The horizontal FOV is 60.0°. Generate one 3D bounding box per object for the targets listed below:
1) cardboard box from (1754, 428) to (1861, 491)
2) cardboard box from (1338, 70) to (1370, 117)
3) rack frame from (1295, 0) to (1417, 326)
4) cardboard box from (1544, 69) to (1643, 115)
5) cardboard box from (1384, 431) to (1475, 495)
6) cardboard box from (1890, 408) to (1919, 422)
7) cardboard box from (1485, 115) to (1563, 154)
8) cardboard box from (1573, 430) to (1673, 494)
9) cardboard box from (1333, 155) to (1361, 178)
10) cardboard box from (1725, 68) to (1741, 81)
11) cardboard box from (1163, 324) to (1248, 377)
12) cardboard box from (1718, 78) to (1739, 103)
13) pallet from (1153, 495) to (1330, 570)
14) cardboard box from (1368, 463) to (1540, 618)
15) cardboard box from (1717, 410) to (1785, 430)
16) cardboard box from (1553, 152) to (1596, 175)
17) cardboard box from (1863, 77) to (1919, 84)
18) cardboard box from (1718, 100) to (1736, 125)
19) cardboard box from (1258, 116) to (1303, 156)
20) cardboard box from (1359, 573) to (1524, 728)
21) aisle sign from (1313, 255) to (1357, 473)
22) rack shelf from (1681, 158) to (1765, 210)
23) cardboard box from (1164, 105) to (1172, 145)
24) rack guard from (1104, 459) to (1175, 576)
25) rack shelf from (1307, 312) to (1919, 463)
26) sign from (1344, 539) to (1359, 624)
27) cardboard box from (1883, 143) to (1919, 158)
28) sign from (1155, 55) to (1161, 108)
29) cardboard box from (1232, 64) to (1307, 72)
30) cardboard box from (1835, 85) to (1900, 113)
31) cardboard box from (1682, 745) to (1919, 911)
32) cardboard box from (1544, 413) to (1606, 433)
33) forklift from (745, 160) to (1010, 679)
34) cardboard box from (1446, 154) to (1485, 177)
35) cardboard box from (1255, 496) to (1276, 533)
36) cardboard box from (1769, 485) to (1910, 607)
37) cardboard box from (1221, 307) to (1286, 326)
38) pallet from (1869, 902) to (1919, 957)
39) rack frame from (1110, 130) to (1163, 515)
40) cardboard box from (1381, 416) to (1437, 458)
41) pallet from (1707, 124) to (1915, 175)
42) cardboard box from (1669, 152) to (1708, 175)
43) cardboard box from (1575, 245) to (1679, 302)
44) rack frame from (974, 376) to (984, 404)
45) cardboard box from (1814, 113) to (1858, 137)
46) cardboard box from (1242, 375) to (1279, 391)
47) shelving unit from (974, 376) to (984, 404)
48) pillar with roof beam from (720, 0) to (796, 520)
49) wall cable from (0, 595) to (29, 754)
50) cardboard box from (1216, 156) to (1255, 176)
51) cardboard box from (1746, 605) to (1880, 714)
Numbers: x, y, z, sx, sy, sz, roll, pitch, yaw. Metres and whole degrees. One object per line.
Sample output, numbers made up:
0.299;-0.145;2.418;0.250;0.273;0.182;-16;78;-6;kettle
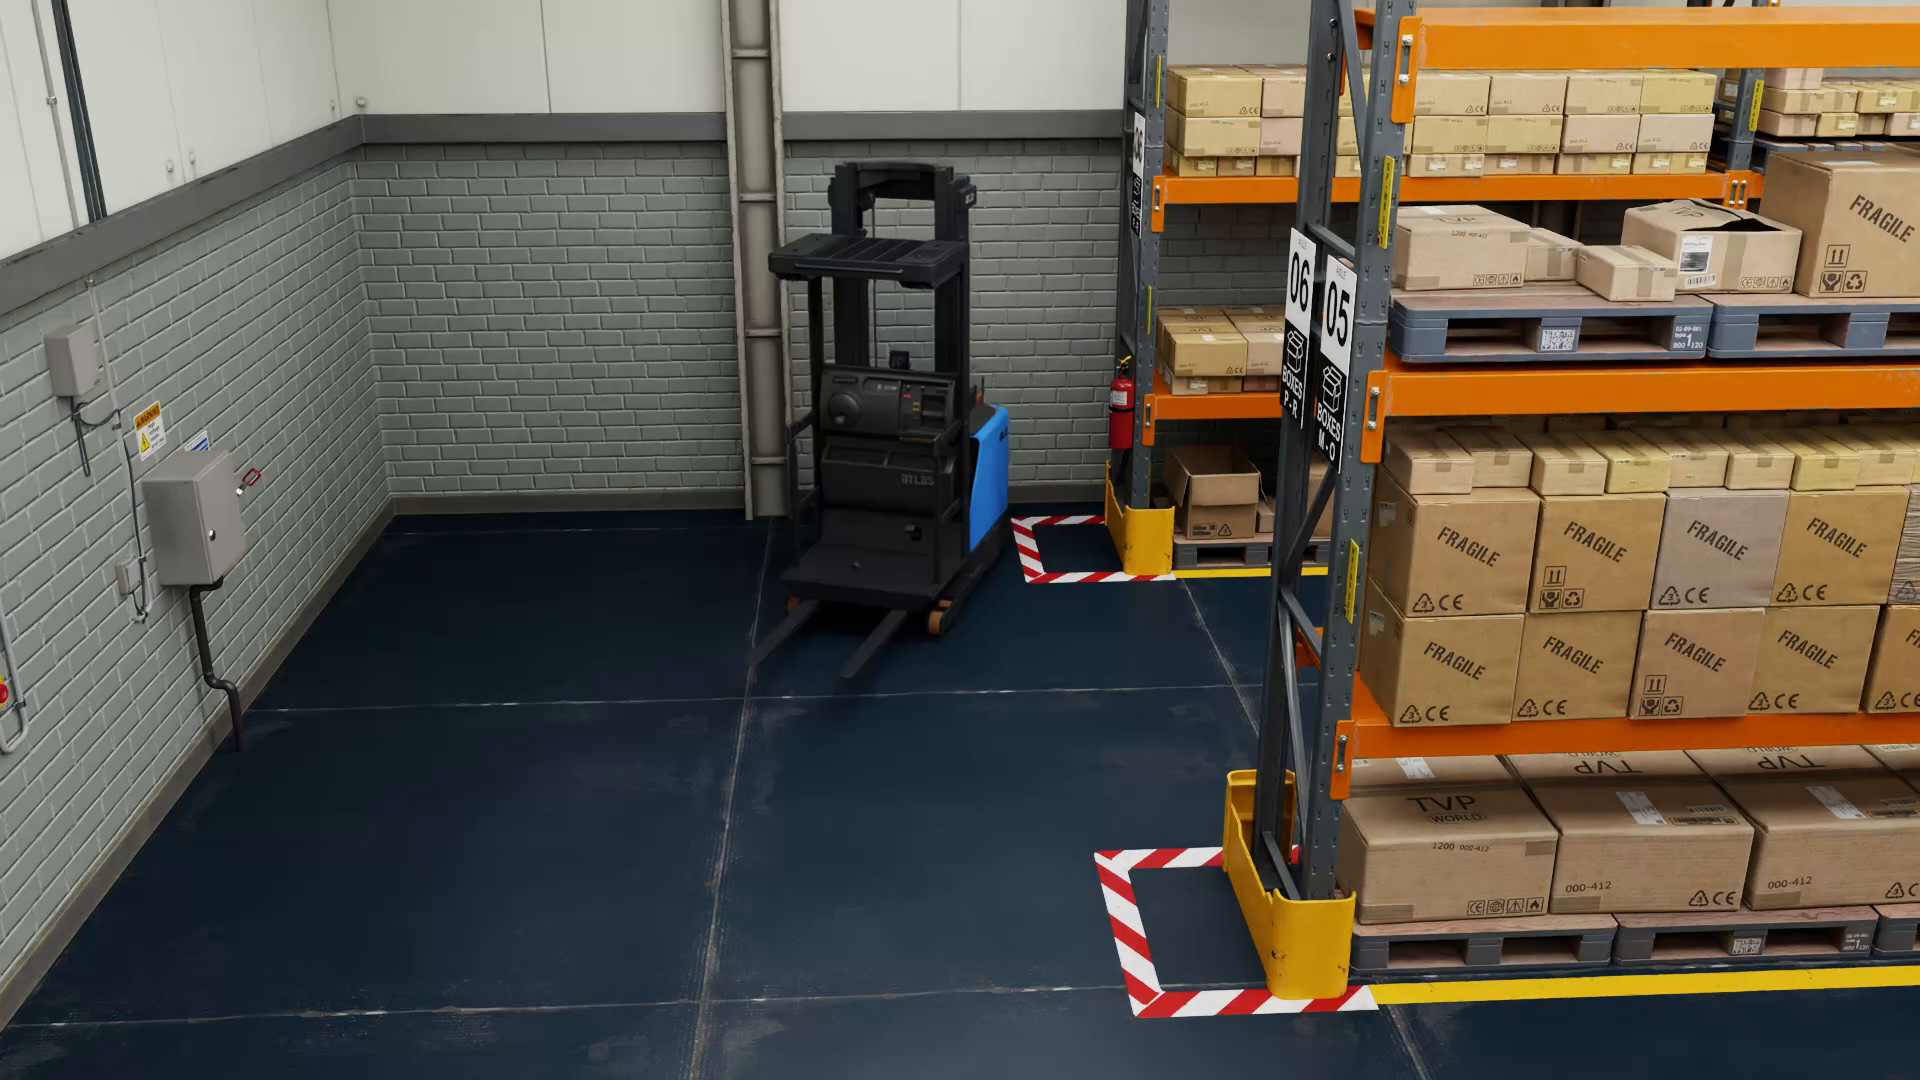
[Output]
3.458;-0.333;6.821;0.250;0.149;0.380;-2;21;-4;cardboard box
2.717;-2.996;11.149;0.500;0.250;0.500;-1;21;-4;cardboard box
1.538;-2.394;6.261;0.127;3.000;1.000;-1;21;-3;rack frame
4.248;-3.030;11.237;0.500;0.250;0.500;-1;21;-4;cardboard box
1.908;-0.316;6.778;0.250;0.149;0.380;-1;21;-2;cardboard box
4.175;-0.565;7.431;0.250;0.149;0.380;-2;21;-5;cardboard box
3.746;-2.786;11.299;0.500;0.250;0.500;-1;21;-2;cardboard box
2.693;-0.323;6.796;0.250;0.149;0.380;-2;21;-5;cardboard box
2.615;-2.552;11.245;0.250;0.149;0.380;-1;21;-3;cardboard box
5.546;-3.325;11.545;0.258;0.266;0.396;-1;21;-4;cardboard box
1.719;-1.336;11.706;0.500;0.250;0.500;-1;21;-3;cardboard box
5.537;-3.148;11.663;0.250;0.149;0.380;-1;21;-4;cardboard box
2.122;-0.068;12.503;1.213;0.211;1.003;-1;21;-3;pallet
2.033;-0.013;6.892;0.500;0.500;0.500;-2;21;-4;cardboard box
3.418;-0.530;7.339;0.250;0.149;0.380;0;21;-1;cardboard box
4.143;-2.597;11.364;0.250;0.149;0.380;-1;21;-3;cardboard box
6.566;-3.168;11.714;0.250;0.149;0.380;-2;21;-5;cardboard box
5.543;-2.993;11.672;0.250;0.149;0.380;-1;21;-3;cardboard box
2.215;-2.753;11.214;0.500;0.250;0.500;-1;21;-2;cardboard box
2.033;0.456;7.068;0.500;0.500;0.500;-1;21;-3;cardboard box
1.482;-0.700;6.591;0.004;0.787;0.394;-1;21;-3;aisle sign
7.241;-2.541;11.874;4.000;0.370;1.077;-1;21;-3;rack shelf
1.679;-2.930;11.677;0.500;0.250;0.500;-2;21;-4;cardboard box
1.326;-0.186;12.408;0.348;0.500;1.175;-1;21;-3;rack guard
3.534;-0.696;7.029;4.000;0.370;1.077;-1;21;-3;rack shelf
1.563;0.166;6.642;0.005;0.325;0.100;-1;21;-3;sign
4.186;-1.325;6.795;0.637;0.503;0.797;0;21;1;cardboard box
1.282;-2.971;10.764;0.005;0.325;0.100;-1;21;-3;sign
2.198;-3.176;11.622;0.500;0.250;0.500;-2;21;-5;cardboard box
6.085;-2.972;11.200;0.250;0.149;0.380;-2;21;-4;cardboard box
4.004;1.323;7.941;0.875;0.438;0.875;-2;21;-5;cardboard box
2.643;-0.525;7.326;0.250;0.149;0.380;-1;21;-2;cardboard box
-0.543;-0.894;10.851;1.130;2.935;3.031;6;22;16;forklift
3.367;-2.565;11.279;0.250;0.149;0.380;-1;21;-2;cardboard box
2.293;-0.191;12.322;0.250;0.149;0.380;-2;21;-5;cardboard box
3.560;-0.049;6.989;0.500;0.500;0.500;-1;21;-3;cardboard box
2.209;-1.536;12.232;0.500;0.250;0.500;-1;21;-3;cardboard box
4.767;1.620;8.070;1.213;0.211;1.003;-1;21;-3;pallet
1.250;-1.353;11.959;0.127;3.000;1.000;-1;21;-3;rack frame
1.884;-0.486;7.223;0.250;0.149;0.380;-1;21;-2;cardboard box
5.899;-2.737;11.642;1.003;0.211;1.213;-1;21;-3;pallet
4.902;-2.607;11.389;0.250;0.149;0.380;-1;21;-3;cardboard box
2.637;-1.058;6.590;0.250;0.149;0.380;0;21;-1;cardboard box
0.142;-0.629;12.587;0.015;1.200;0.240;6;22;15;rack frame
5.825;-2.819;11.217;0.250;0.149;0.380;-1;21;-2;cardboard box
2.106;-1.184;11.869;0.250;0.149;0.380;-1;21;-4;cardboard box
-0.092;-0.654;12.651;0.503;1.200;0.258;6;22;15;shelving unit
-1.247;-2.893;7.572;0.400;9.000;9.100;-1;21;-3;pillar with roof beam
-4.091;0.043;6.819;0.123;1.953;0.585;-1;21;-3;wall cable
1.842;-2.576;11.309;0.250;0.149;0.380;-1;21;-2;cardboard box
3.545;0.415;7.174;0.500;0.500;0.500;0;21;-1;cardboard box
